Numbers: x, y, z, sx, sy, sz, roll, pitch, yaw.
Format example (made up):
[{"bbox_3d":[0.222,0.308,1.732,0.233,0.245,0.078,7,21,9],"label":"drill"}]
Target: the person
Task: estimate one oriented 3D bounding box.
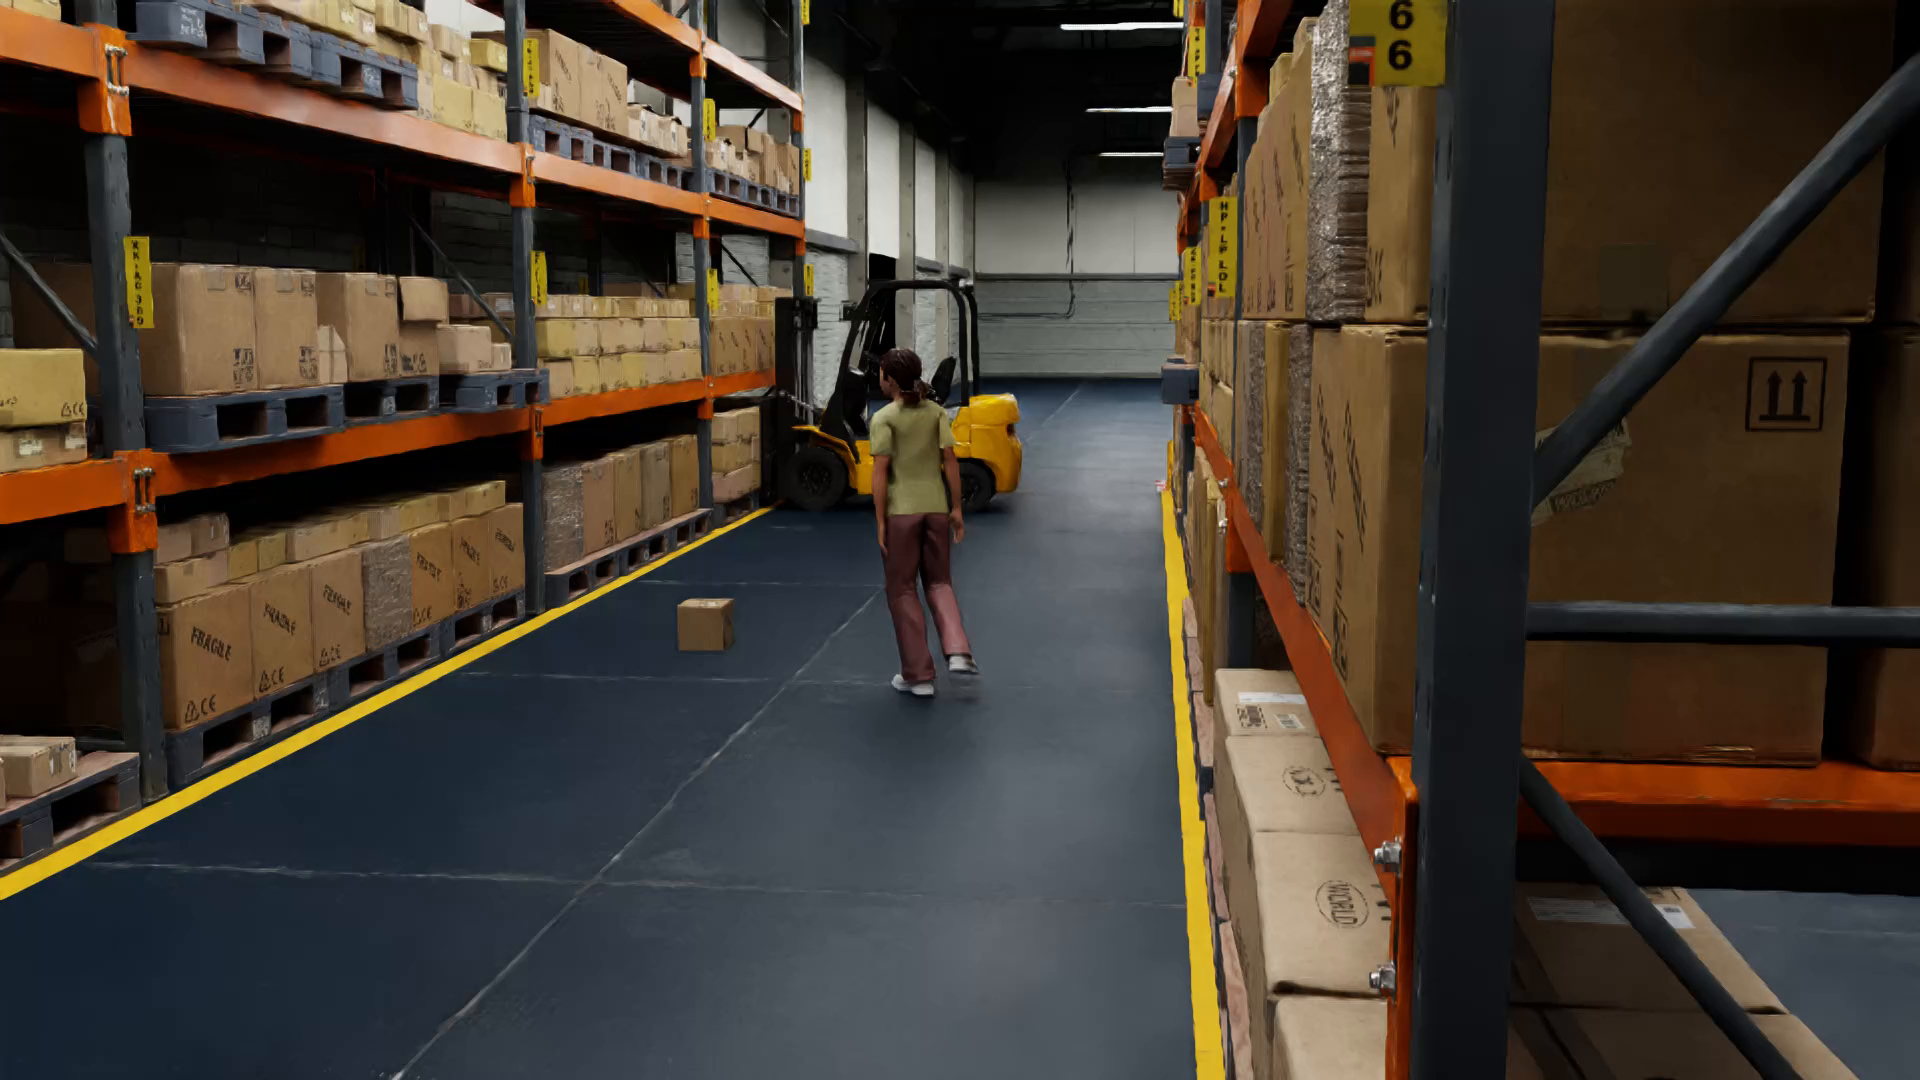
[{"bbox_3d":[-0.170,-0.080,7.905,0.514,1.662,0.506,-4,9,-28],"label":"person"}]
